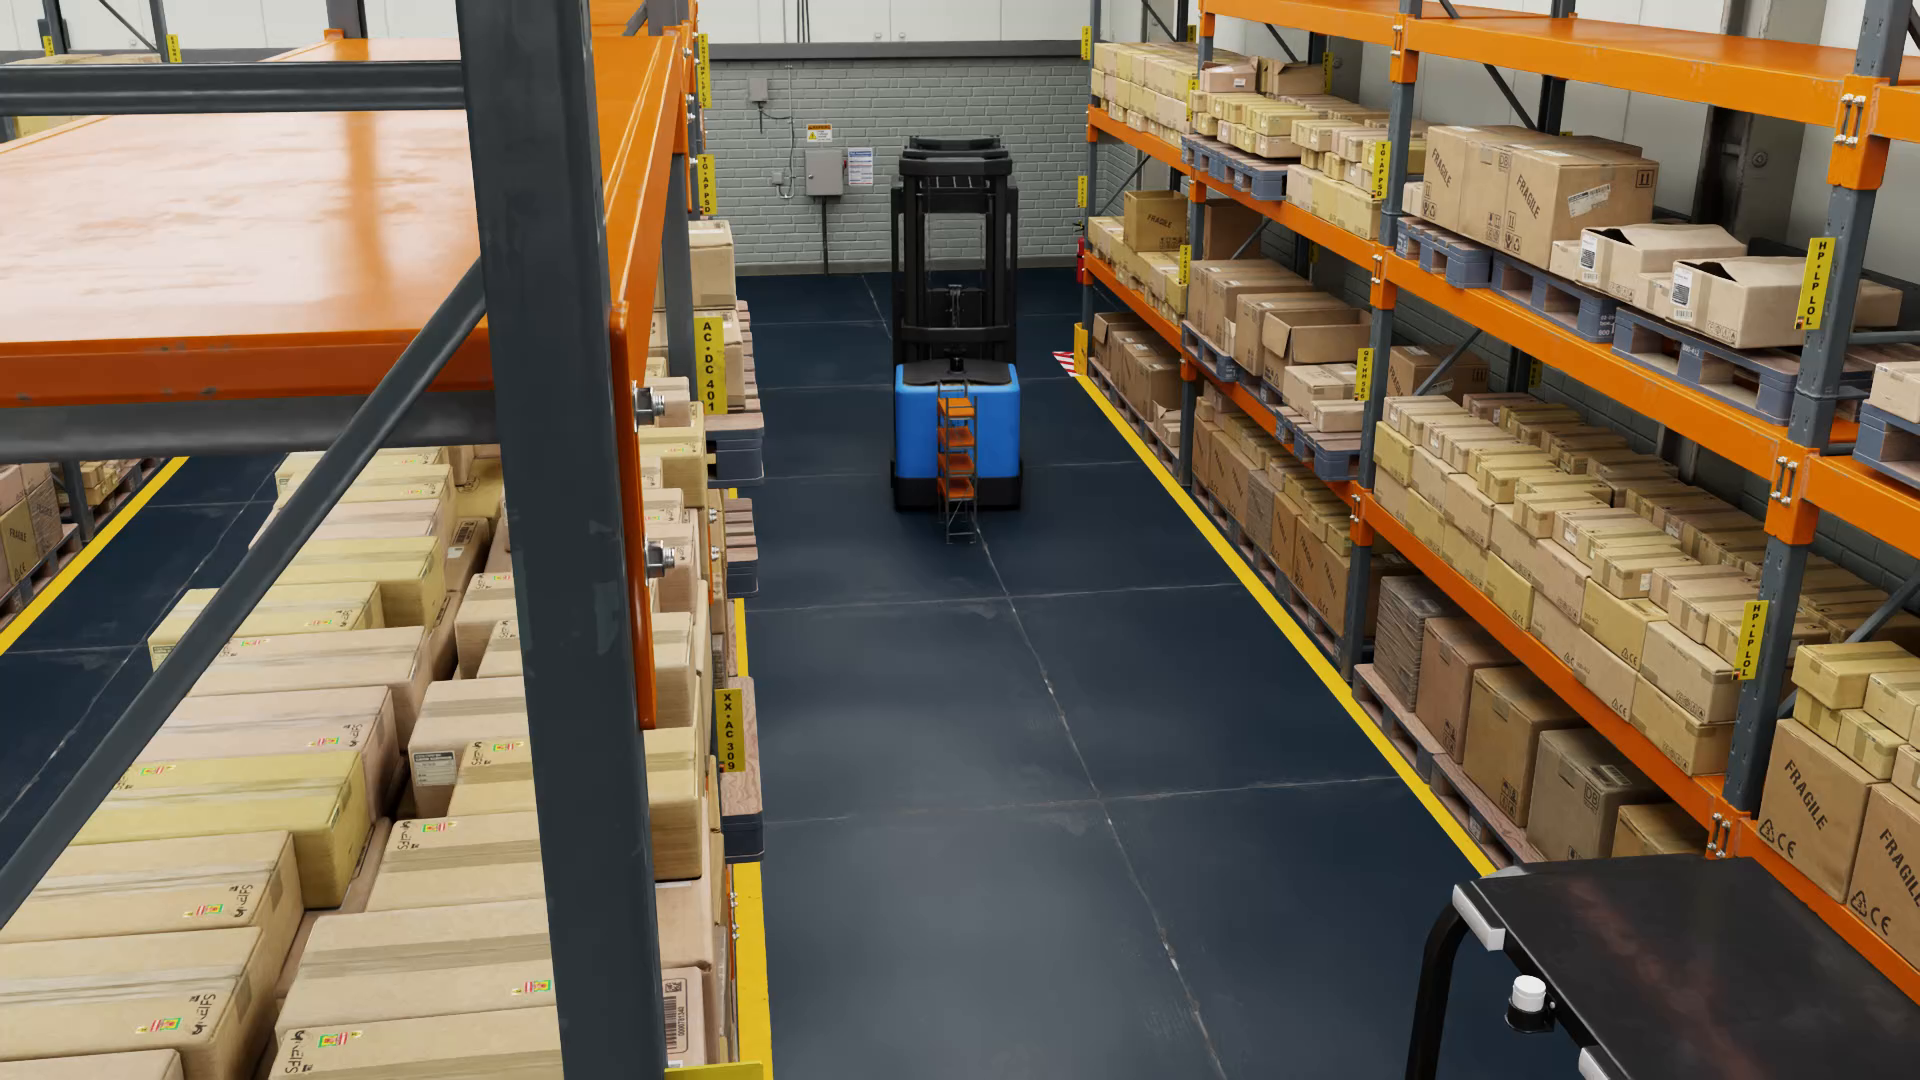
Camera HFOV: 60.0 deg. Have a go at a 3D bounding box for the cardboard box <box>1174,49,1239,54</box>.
[{"bbox_3d":[2.329,-4.506,15.781,0.500,0.250,0.500,-3,21,-7],"label":"cardboard box"}]

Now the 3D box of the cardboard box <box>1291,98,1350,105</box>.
[{"bbox_3d":[2.698,-3.218,12.449,0.380,0.149,0.250,-2,21,-6],"label":"cardboard box"}]

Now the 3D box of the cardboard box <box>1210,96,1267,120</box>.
[{"bbox_3d":[2.119,-3.277,12.605,0.380,0.149,0.250,-3,21,-9],"label":"cardboard box"}]

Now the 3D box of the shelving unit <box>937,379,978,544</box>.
[{"bbox_3d":[-0.024,-0.619,13.160,0.258,1.200,0.503,-3,21,-8],"label":"shelving unit"}]

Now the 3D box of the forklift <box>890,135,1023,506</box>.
[{"bbox_3d":[-0.055,-2.122,14.709,1.130,2.935,3.031,-1,20,-1],"label":"forklift"}]

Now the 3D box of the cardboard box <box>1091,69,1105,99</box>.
[{"bbox_3d":[1.623,-4.602,16.753,0.500,0.250,0.500,-3,21,-8],"label":"cardboard box"}]

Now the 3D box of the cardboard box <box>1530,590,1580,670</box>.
[{"bbox_3d":[3.109,0.421,8.016,0.500,0.250,0.500,-3,21,-7],"label":"cardboard box"}]

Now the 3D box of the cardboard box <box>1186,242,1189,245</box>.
[{"bbox_3d":[2.374,-2.687,15.913,0.500,0.250,0.500,-3,21,-8],"label":"cardboard box"}]

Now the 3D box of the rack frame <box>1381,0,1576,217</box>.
[{"bbox_3d":[2.983,-3.336,9.286,1.000,3.000,0.127,-3,21,-8],"label":"rack frame"}]

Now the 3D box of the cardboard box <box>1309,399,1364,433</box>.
[{"bbox_3d":[2.509,-0.813,10.864,0.380,0.149,0.250,-3,21,-7],"label":"cardboard box"}]

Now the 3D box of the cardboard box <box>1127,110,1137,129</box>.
[{"bbox_3d":[1.771,-3.925,15.510,0.380,0.149,0.250,-3,21,-8],"label":"cardboard box"}]

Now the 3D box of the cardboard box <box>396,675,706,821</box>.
[{"bbox_3d":[-0.746,0.482,3.141,0.500,0.250,0.500,-2,21,-6],"label":"cardboard box"}]

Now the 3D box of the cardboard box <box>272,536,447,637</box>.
[{"bbox_3d":[-1.323,0.110,3.568,0.380,0.149,0.250,-3,21,-7],"label":"cardboard box"}]

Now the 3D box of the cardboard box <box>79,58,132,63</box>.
[{"bbox_3d":[-7.650,-4.235,14.912,0.380,0.149,0.250,-4,21,-9],"label":"cardboard box"}]

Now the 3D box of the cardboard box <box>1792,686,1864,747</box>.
[{"bbox_3d":[3.345,0.632,6.166,0.380,0.149,0.250,-3,21,-9],"label":"cardboard box"}]

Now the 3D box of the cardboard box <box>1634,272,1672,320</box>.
[{"bbox_3d":[3.101,-1.037,7.034,0.380,0.149,0.250,-3,21,-8],"label":"cardboard box"}]

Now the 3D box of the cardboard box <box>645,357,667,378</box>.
[{"bbox_3d":[-1.090,-0.451,5.070,0.380,0.149,0.250,-2,21,-7],"label":"cardboard box"}]

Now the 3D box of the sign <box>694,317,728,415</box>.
[{"bbox_3d":[-0.816,-0.566,5.419,0.100,0.325,0.005,-3,21,-8],"label":"sign"}]

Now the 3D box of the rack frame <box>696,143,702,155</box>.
[{"bbox_3d":[-2.505,-1.659,13.370,1.000,3.000,0.127,-3,21,-8],"label":"rack frame"}]

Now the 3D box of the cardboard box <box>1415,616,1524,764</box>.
[{"bbox_3d":[3.161,0.833,9.493,0.875,0.625,0.625,-2,21,-6],"label":"cardboard box"}]

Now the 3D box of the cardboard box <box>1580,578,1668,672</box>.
[{"bbox_3d":[3.155,0.361,7.463,0.500,0.250,0.500,-3,21,-9],"label":"cardboard box"}]

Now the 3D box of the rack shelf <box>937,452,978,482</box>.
[{"bbox_3d":[-0.024,-0.556,13.183,0.258,0.148,0.480,-3,21,-8],"label":"rack shelf"}]

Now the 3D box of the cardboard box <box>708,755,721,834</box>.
[{"bbox_3d":[-1.041,1.066,5.506,0.500,0.500,0.500,-3,21,-9],"label":"cardboard box"}]

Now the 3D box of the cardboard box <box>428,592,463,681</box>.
[{"bbox_3d":[-1.341,0.330,3.548,0.500,0.250,0.500,-3,21,-7],"label":"cardboard box"}]

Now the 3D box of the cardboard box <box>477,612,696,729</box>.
[{"bbox_3d":[-0.701,0.259,3.167,0.380,0.149,0.250,-2,21,-6],"label":"cardboard box"}]

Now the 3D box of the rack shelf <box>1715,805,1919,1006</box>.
[{"bbox_3d":[3.848,1.889,4.900,1.077,0.370,4.000,-3,21,-8],"label":"rack shelf"}]

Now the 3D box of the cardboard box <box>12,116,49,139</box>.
[{"bbox_3d":[-7.221,-3.122,12.501,0.500,0.250,0.500,-2,21,-6],"label":"cardboard box"}]

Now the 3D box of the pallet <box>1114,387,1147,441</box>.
[{"bbox_3d":[2.129,-1.265,16.302,1.003,0.211,1.213,-3,21,-8],"label":"pallet"}]

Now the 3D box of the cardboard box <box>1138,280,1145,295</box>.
[{"bbox_3d":[1.906,-2.426,15.782,0.380,0.149,0.250,-3,21,-8],"label":"cardboard box"}]

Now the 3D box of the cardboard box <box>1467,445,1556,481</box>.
[{"bbox_3d":[2.956,-0.396,8.918,0.380,0.149,0.250,-3,21,-7],"label":"cardboard box"}]

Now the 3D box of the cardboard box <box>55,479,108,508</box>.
[{"bbox_3d":[-7.123,-0.378,13.414,0.380,0.149,0.250,-4,21,-10],"label":"cardboard box"}]

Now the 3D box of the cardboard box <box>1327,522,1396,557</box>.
[{"bbox_3d":[2.661,-0.013,11.010,0.380,0.149,0.250,-4,21,-10],"label":"cardboard box"}]

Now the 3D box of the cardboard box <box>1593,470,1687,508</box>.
[{"bbox_3d":[3.471,-0.243,8.510,0.380,0.149,0.250,-2,21,-6],"label":"cardboard box"}]

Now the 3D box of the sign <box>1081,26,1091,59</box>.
[{"bbox_3d":[1.293,-5.083,17.001,0.100,0.325,0.005,-3,21,-8],"label":"sign"}]

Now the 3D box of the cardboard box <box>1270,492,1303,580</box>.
[{"bbox_3d":[2.570,-0.042,12.013,0.500,0.500,0.500,-2,21,-5],"label":"cardboard box"}]

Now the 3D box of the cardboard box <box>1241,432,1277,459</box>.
[{"bbox_3d":[2.412,-0.739,12.954,0.380,0.149,0.250,-3,21,-8],"label":"cardboard box"}]

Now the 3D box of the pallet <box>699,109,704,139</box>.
[{"bbox_3d":[-2.785,-3.728,14.749,1.003,0.211,1.213,-3,21,-8],"label":"pallet"}]

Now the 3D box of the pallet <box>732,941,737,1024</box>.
[{"bbox_3d":[-1.465,2.148,7.164,1.003,0.211,1.213,-3,21,-8],"label":"pallet"}]

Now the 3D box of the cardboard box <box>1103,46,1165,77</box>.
[{"bbox_3d":[1.700,-4.660,16.195,0.500,0.250,0.500,-3,21,-8],"label":"cardboard box"}]

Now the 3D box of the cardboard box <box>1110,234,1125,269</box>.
[{"bbox_3d":[1.778,-2.844,16.332,0.500,0.250,0.500,-3,21,-9],"label":"cardboard box"}]

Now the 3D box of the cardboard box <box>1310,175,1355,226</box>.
[{"bbox_3d":[2.596,-2.200,10.746,0.500,0.250,0.500,-3,21,-8],"label":"cardboard box"}]

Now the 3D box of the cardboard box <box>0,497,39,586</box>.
[{"bbox_3d":[-6.959,0.021,11.844,0.500,0.500,0.500,-3,21,-9],"label":"cardboard box"}]

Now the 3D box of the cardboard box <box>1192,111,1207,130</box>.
[{"bbox_3d":[2.056,-3.318,13.142,0.380,0.149,0.250,-3,21,-7],"label":"cardboard box"}]

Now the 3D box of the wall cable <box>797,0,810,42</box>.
[{"bbox_3d":[-0.674,-7.991,21.697,2.988,3.039,0.133,-3,21,-8],"label":"wall cable"}]

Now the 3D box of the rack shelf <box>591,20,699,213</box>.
[{"bbox_3d":[-1.640,-1.867,6.954,1.077,0.370,4.000,-3,21,-8],"label":"rack shelf"}]

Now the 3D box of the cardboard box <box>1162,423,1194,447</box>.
[{"bbox_3d":[2.036,-0.950,14.946,0.380,0.149,0.250,-4,21,-9],"label":"cardboard box"}]

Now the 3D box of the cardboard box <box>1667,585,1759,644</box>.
[{"bbox_3d":[3.236,0.313,7.020,0.380,0.149,0.250,-3,21,-9],"label":"cardboard box"}]

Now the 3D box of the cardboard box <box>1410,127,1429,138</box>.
[{"bbox_3d":[3.073,-2.593,10.804,0.380,0.149,0.250,-2,21,-6],"label":"cardboard box"}]

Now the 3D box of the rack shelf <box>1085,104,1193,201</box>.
[{"bbox_3d":[2.118,-3.671,15.499,1.077,0.370,4.000,-3,21,-8],"label":"rack shelf"}]

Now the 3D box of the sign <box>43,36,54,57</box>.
[{"bbox_3d":[-8.502,-4.546,15.565,0.100,0.325,0.005,-3,21,-8],"label":"sign"}]

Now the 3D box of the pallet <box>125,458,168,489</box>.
[{"bbox_3d":[-7.700,-0.722,14.847,1.003,0.211,1.213,-3,21,-8],"label":"pallet"}]

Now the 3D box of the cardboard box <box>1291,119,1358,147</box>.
[{"bbox_3d":[2.454,-2.740,11.197,0.380,0.149,0.250,-3,21,-8],"label":"cardboard box"}]

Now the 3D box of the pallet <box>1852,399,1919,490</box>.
[{"bbox_3d":[3.708,-0.210,5.331,1.003,0.211,1.213,-3,21,-8],"label":"pallet"}]
